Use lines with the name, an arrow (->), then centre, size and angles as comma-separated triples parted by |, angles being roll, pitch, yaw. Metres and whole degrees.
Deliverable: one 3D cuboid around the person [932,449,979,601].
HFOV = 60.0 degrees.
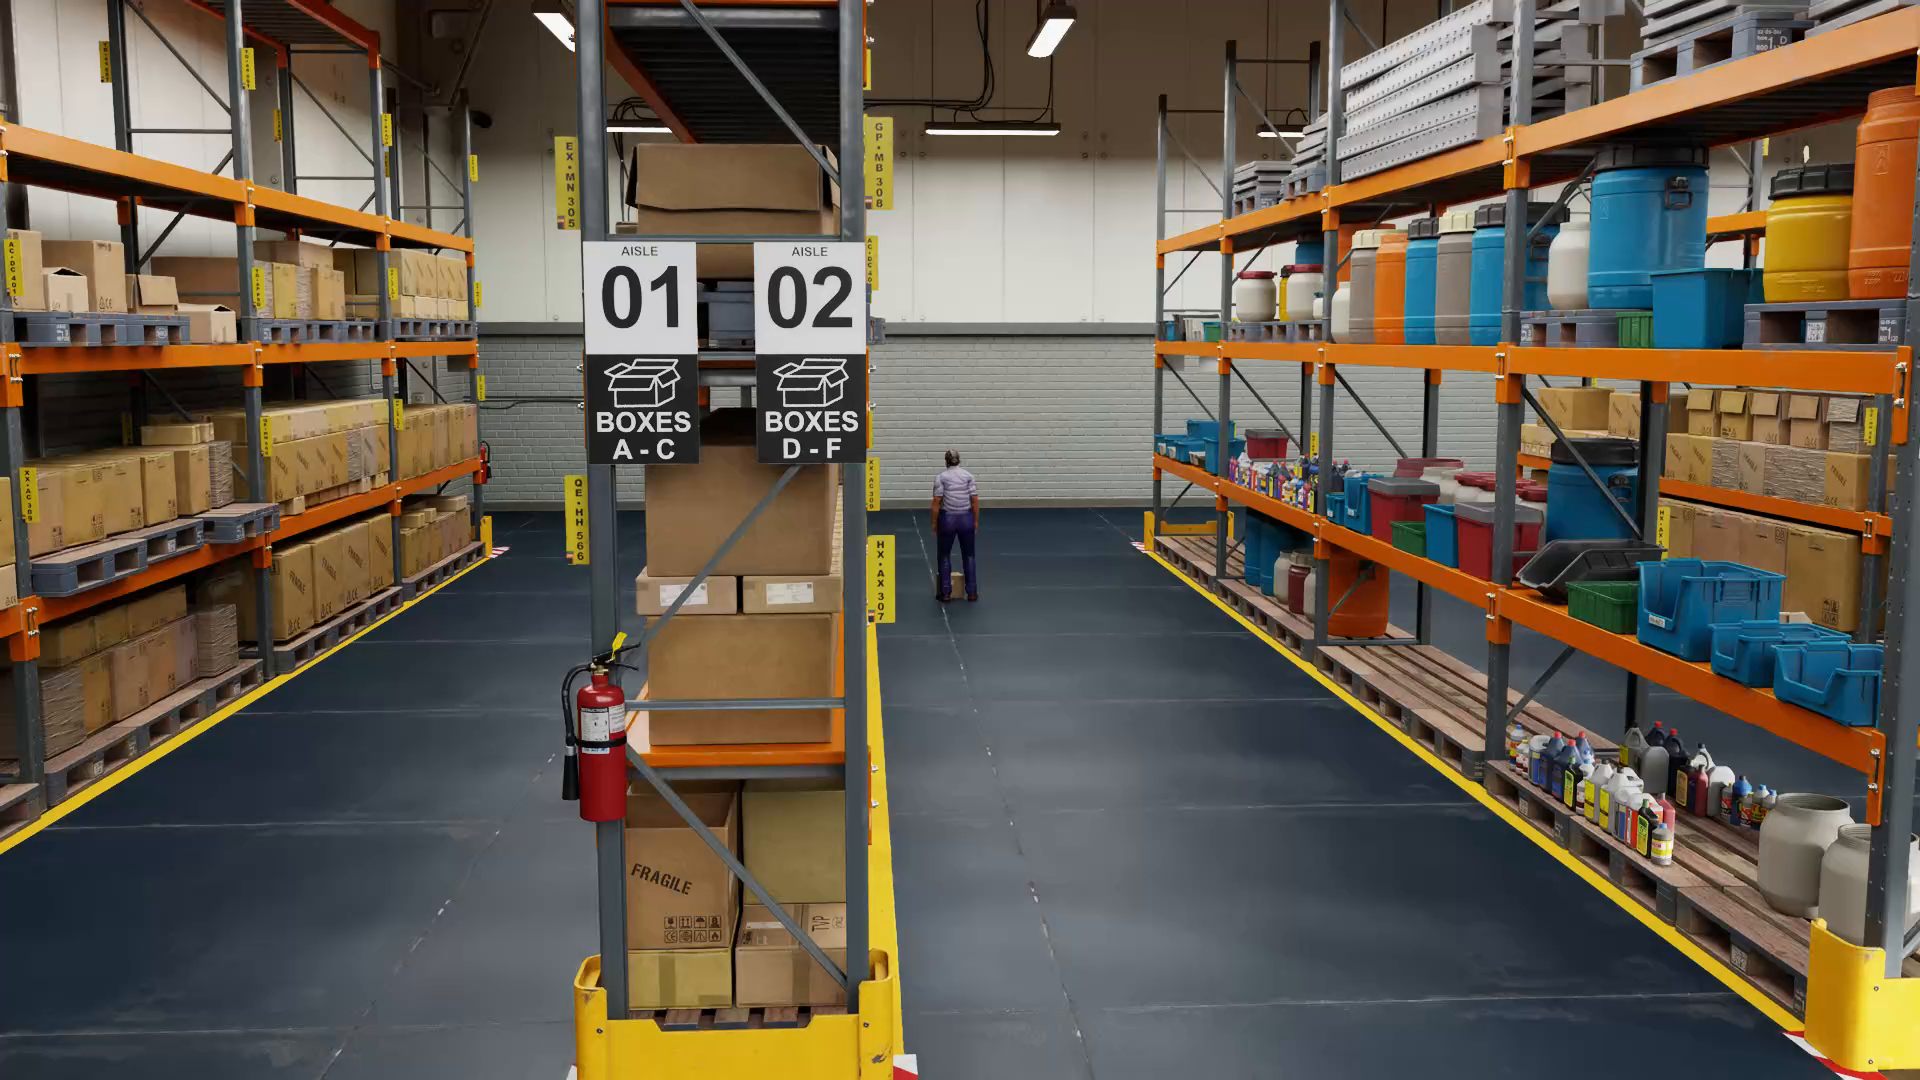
person -> -0.043, -0.157, 18.123 | 0.544, 1.639, 0.372 | -1, 7, -11
